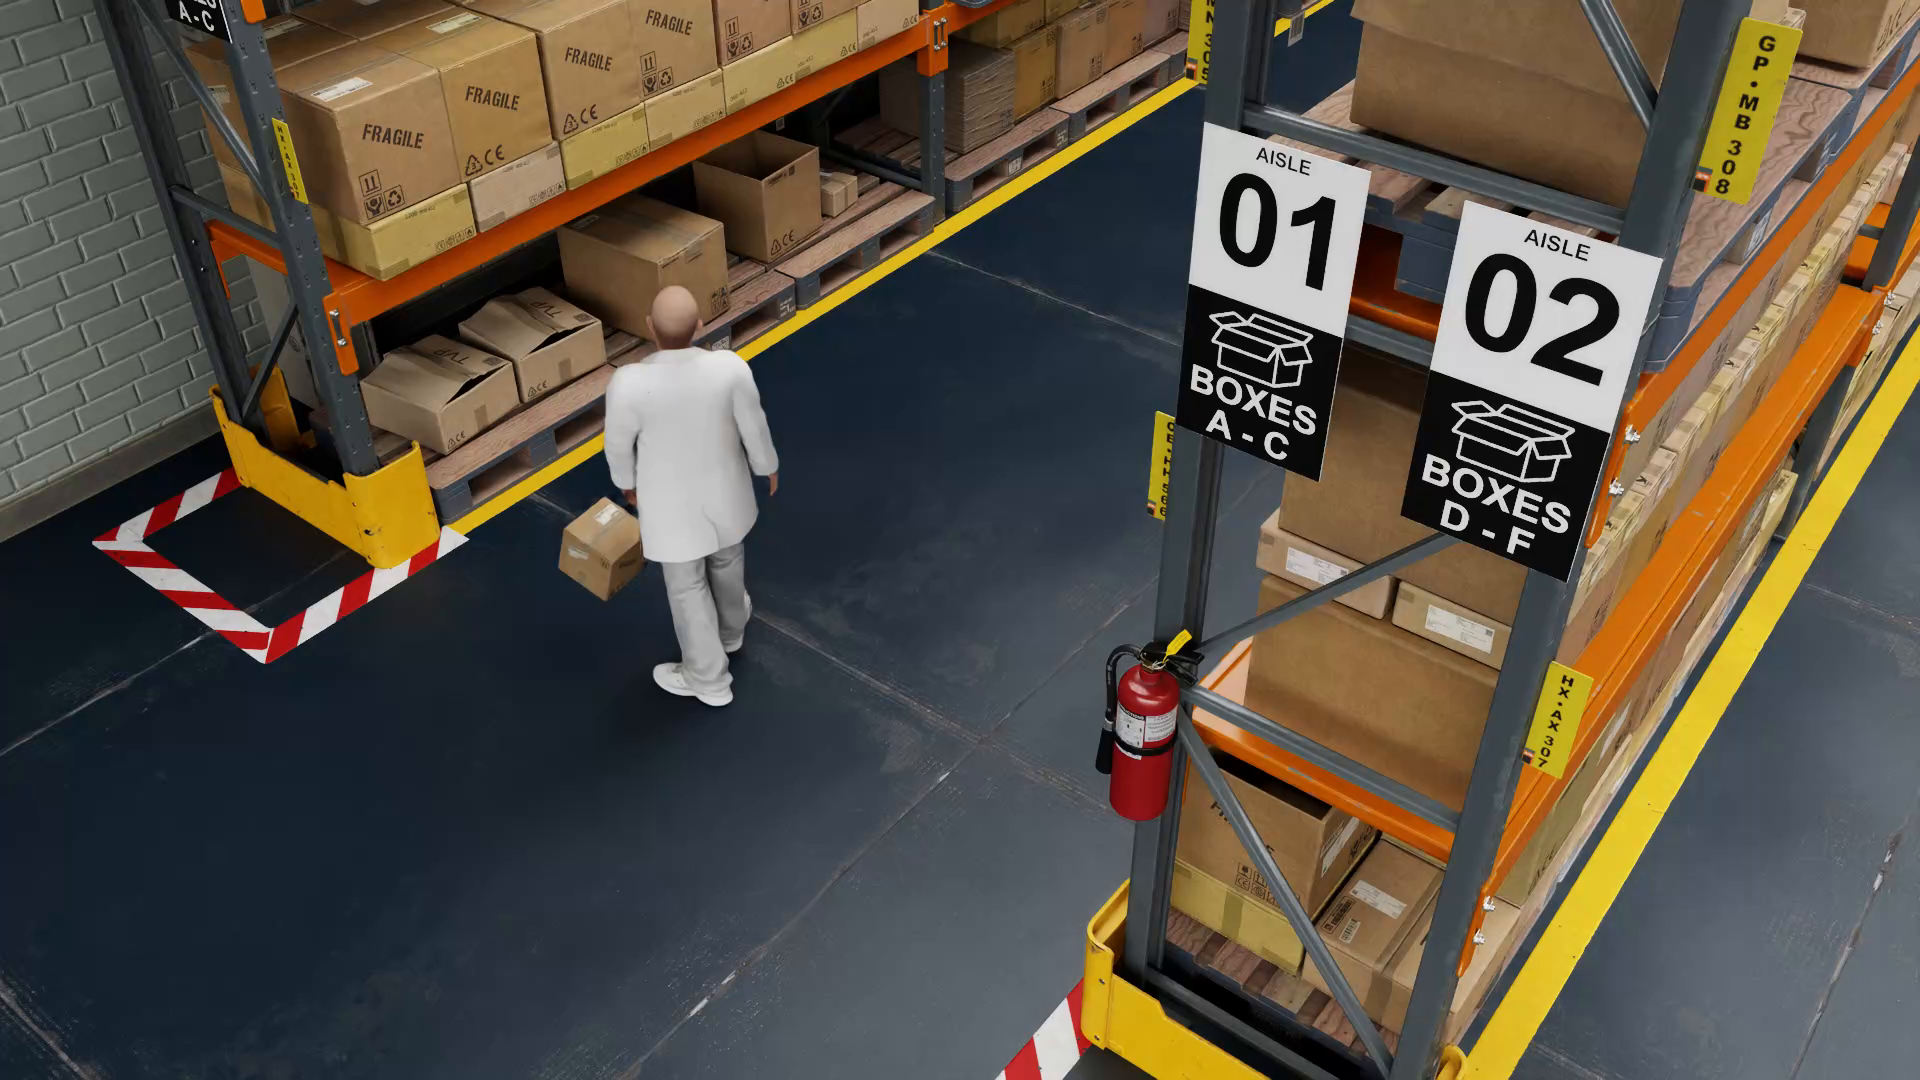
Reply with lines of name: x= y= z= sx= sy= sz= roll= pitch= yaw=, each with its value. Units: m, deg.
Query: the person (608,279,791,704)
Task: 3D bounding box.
person: x=-0.990 y=-0.220 z=6.442 sx=0.670 sy=1.775 sz=0.701 roll=-10 pitch=40 yaw=-13
